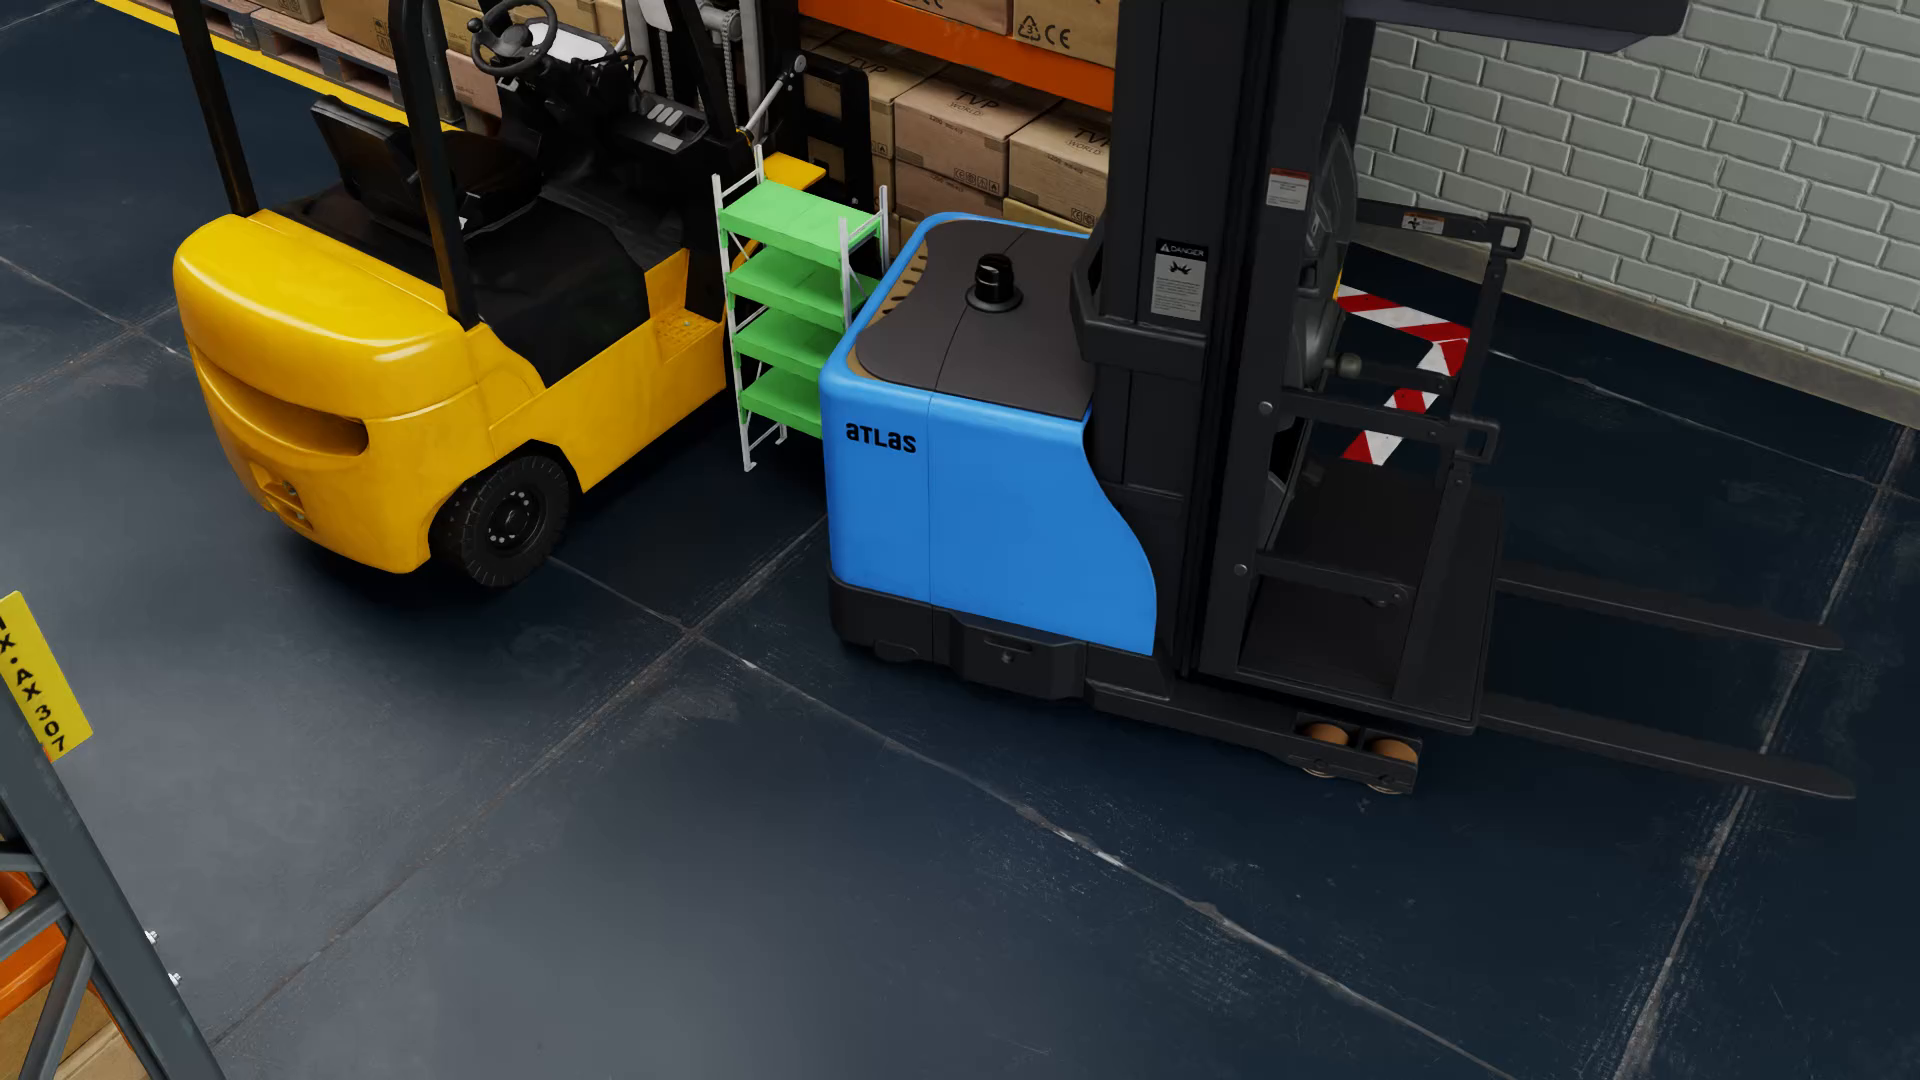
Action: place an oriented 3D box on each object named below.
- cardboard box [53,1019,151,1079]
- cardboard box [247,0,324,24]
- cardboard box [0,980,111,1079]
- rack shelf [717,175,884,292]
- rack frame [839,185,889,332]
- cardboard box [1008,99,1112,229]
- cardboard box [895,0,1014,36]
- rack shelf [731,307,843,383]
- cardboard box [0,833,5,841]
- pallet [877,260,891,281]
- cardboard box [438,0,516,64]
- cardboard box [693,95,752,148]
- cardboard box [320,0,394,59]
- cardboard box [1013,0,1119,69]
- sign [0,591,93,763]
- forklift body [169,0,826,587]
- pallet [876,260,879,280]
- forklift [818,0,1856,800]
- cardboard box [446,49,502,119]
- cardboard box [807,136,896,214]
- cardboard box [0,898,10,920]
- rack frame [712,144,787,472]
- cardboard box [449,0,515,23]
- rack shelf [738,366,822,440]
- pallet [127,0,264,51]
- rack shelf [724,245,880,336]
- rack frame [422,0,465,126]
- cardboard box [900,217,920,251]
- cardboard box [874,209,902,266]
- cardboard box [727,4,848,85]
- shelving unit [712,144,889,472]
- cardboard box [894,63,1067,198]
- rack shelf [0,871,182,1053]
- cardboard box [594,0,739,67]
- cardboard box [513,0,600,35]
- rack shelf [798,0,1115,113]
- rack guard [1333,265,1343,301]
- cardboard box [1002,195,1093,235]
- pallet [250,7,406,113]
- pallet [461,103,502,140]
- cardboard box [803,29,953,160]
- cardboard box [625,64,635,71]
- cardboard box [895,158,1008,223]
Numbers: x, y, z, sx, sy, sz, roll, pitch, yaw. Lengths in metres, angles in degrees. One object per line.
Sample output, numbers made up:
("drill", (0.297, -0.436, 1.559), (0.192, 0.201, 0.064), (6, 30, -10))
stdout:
("cardboard box", (-2.270, 1.252, 3.849), (0.500, 0.250, 0.500), (25, 47, 25))
("cardboard box", (-3.261, -3.166, 8.505), (0.625, 0.625, 0.875), (25, 47, 25))
("cardboard box", (-2.290, 0.963, 3.609), (0.500, 0.500, 0.500), (24, 47, 24))
("rack shelf", (-0.505, -0.987, 5.329), (0.480, 0.148, 0.258), (23, 47, 23))
("rack frame", (-0.298, -0.590, 5.510), (0.015, 1.200, 0.240), (23, 47, 23))
("cardboard box", (0.523, -1.379, 6.038), (0.500, 0.250, 0.500), (27, 48, 27))
("cardboard box", (0.105, -2.154, 5.833), (0.500, 0.500, 0.500), (27, 48, 27))
("rack shelf", (-0.505, -0.629, 5.649), (0.480, 0.148, 0.258), (23, 47, 23))
("cardboard box", (-1.997, 0.362, 2.797), (0.500, 0.500, 0.500), (24, 47, 25))
("pallet", (0.428, -1.099, 6.820), (1.213, 0.211, 1.003), (25, 48, 25))
("cardboard box", (-1.978, -2.364, 7.515), (0.500, 0.250, 0.500), (25, 47, 25))
("cardboard box", (-0.746, -1.780, 6.861), (0.500, 0.250, 0.500), (25, 47, 25))
("cardboard box", (-2.630, -2.865, 8.168), (0.625, 0.625, 0.875), (27, 48, 27))
("cardboard box", (0.525, -1.950, 5.605), (0.500, 0.500, 0.500), (24, 47, 24))
("sign", (-1.457, 0.224, 2.601), (0.005, 0.325, 0.100), (25, 48, 25))
("forklift body", (-1.521, -1.282, 5.570), (1.214, 2.155, 2.313), (25, 48, 25))
("pallet", (-0.566, -1.566, 7.342), (1.213, 0.211, 1.003), (25, 48, 25))
("forklift", (1.158, -0.744, 4.383), (3.031, 2.935, 1.130), (13, 43, 14))
("cardboard box", (-1.990, -2.165, 7.668), (0.500, 0.250, 0.500), (26, 48, 26))
("cardboard box", (-0.339, -1.586, 6.645), (0.500, 0.250, 0.500), (24, 47, 24))
("cardboard box", (-1.928, 0.694, 2.914), (0.250, 0.149, 0.380), (25, 48, 25))
("rack frame", (-0.711, -0.763, 5.703), (0.015, 1.200, 0.240), (23, 47, 23))
("cardboard box", (-1.980, -2.547, 7.345), (0.500, 0.250, 0.500), (24, 47, 25))
("rack shelf", (-0.505, -0.450, 5.809), (0.480, 0.148, 0.258), (23, 47, 23))
("pallet", (-3.825, -3.088, 9.043), (1.213, 0.211, 1.003), (25, 48, 25))
("rack shelf", (-0.505, -0.808, 5.489), (0.480, 0.148, 0.258), (23, 47, 23))
("rack frame", (-2.196, -3.400, 7.300), (0.127, 3.000, 1.000), (25, 48, 25))
("cardboard box", (0.111, -1.203, 6.592), (0.500, 0.250, 0.500), (25, 48, 25))
("cardboard box", (-0.294, -1.399, 6.811), (0.500, 0.250, 0.500), (26, 48, 26))
("cardboard box", (-0.728, -1.957, 6.685), (0.500, 0.250, 0.500), (24, 47, 25))
("shelving unit", (-0.505, -0.677, 5.607), (0.503, 1.200, 0.258), (23, 47, 23))
("cardboard box", (0.101, -1.571, 6.253), (0.500, 0.250, 0.500), (26, 48, 26))
("rack shelf", (-3.406, 0.346, 3.654), (4.000, 0.370, 1.077), (25, 48, 25))
("cardboard box", (-1.154, -2.162, 6.914), (0.500, 0.250, 0.500), (27, 48, 27))
("cardboard box", (-1.568, -2.346, 7.120), (0.500, 0.250, 0.500), (25, 48, 25))
("rack shelf", (-0.559, -2.366, 6.684), (4.000, 0.370, 1.077), (25, 48, 25))
("rack guard", (1.098, -0.927, 6.411), (0.348, 0.500, 1.175), (25, 48, 25))
("cardboard box", (0.501, -1.202, 6.216), (0.500, 0.250, 0.500), (24, 47, 25))
("pallet", (-2.822, -2.621, 8.521), (1.213, 0.211, 1.003), (25, 48, 25))
("pallet", (-1.569, -2.033, 7.864), (1.213, 0.211, 1.003), (25, 48, 25))
("cardboard box", (-0.318, -1.759, 6.463), (0.500, 0.250, 0.500), (26, 48, 26))
("cardboard box", (-1.159, -1.973, 7.078), (0.500, 0.250, 0.500), (25, 47, 25))
("cardboard box", (0.096, -1.400, 6.437), (0.500, 0.250, 0.500), (25, 47, 25))
